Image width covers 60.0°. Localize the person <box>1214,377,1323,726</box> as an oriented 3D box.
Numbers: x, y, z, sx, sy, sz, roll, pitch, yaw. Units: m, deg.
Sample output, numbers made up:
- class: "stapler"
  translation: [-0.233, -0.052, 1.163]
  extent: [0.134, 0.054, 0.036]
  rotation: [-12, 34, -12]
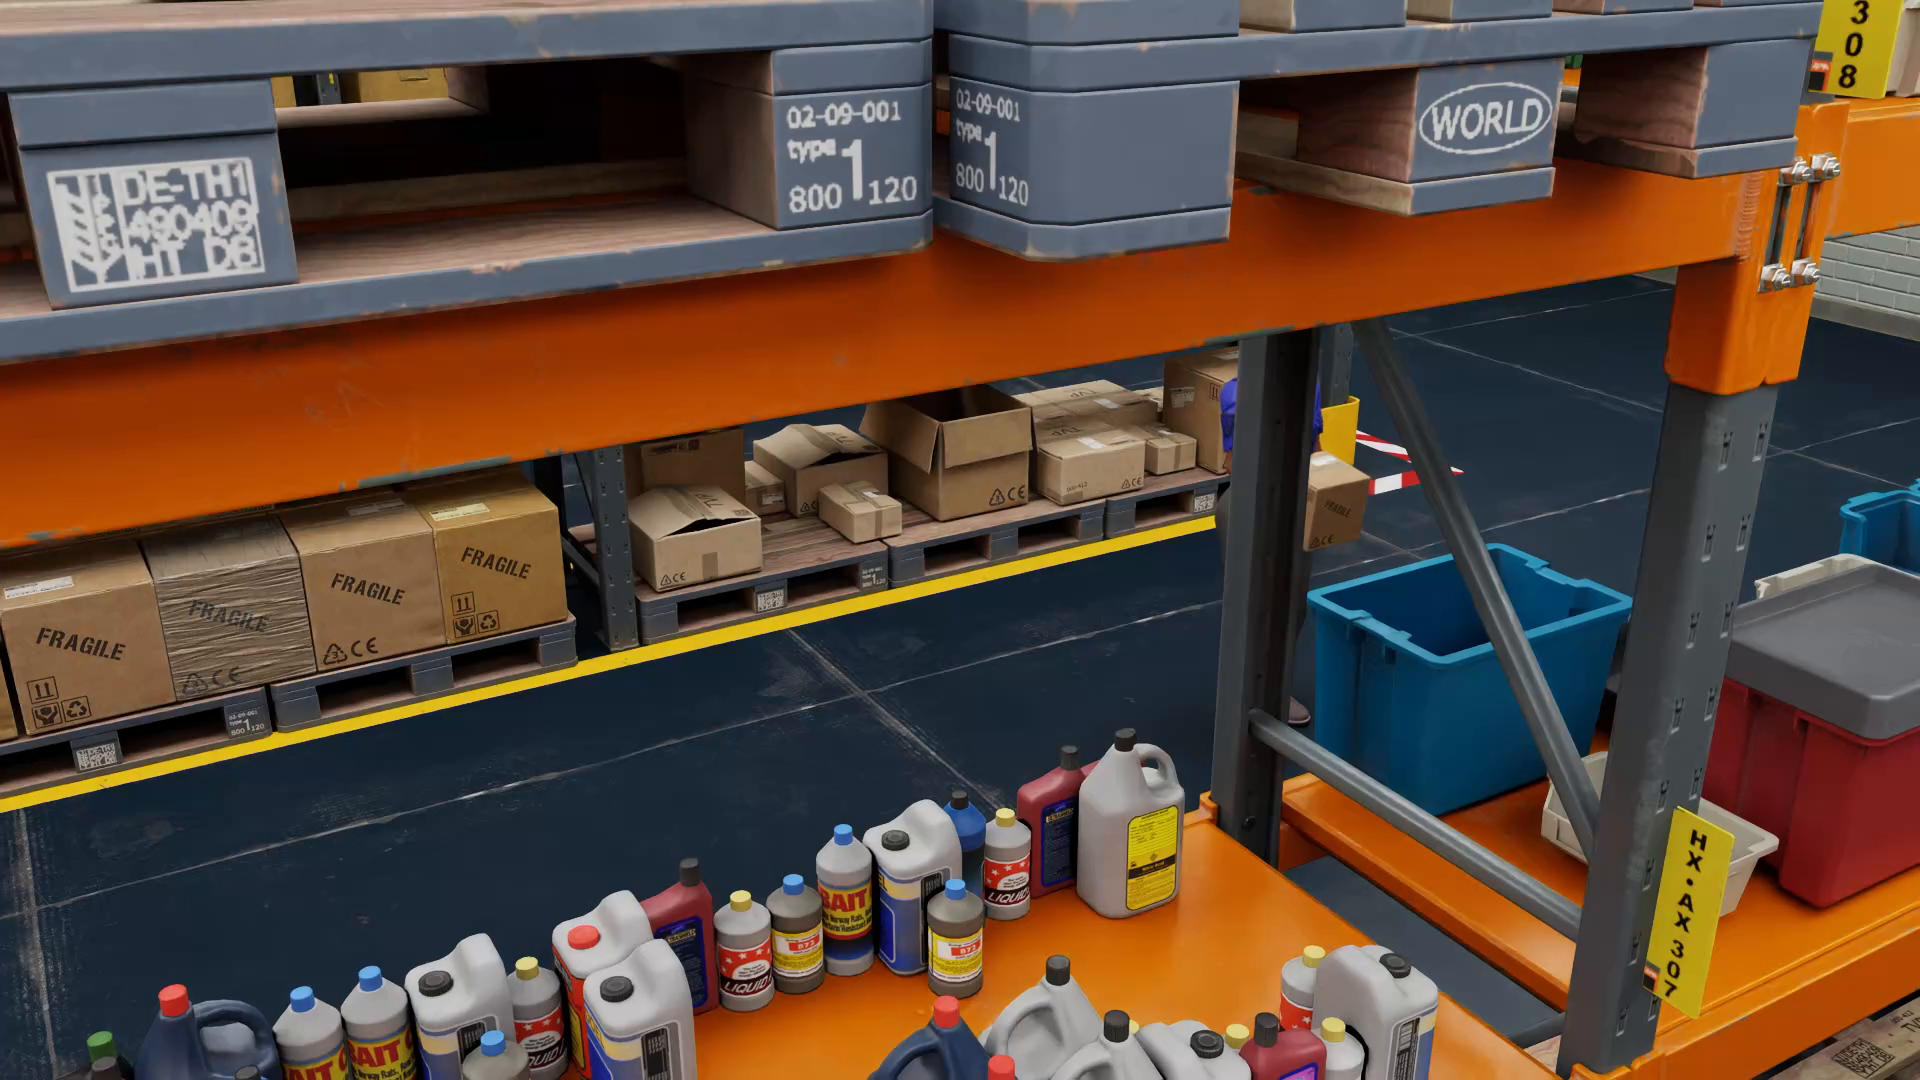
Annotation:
- class: "person"
  translation: [1.194, -0.034, 6.211]
  extent: [0.451, 1.638, 0.510]
  rotation: [-12, 25, -27]
